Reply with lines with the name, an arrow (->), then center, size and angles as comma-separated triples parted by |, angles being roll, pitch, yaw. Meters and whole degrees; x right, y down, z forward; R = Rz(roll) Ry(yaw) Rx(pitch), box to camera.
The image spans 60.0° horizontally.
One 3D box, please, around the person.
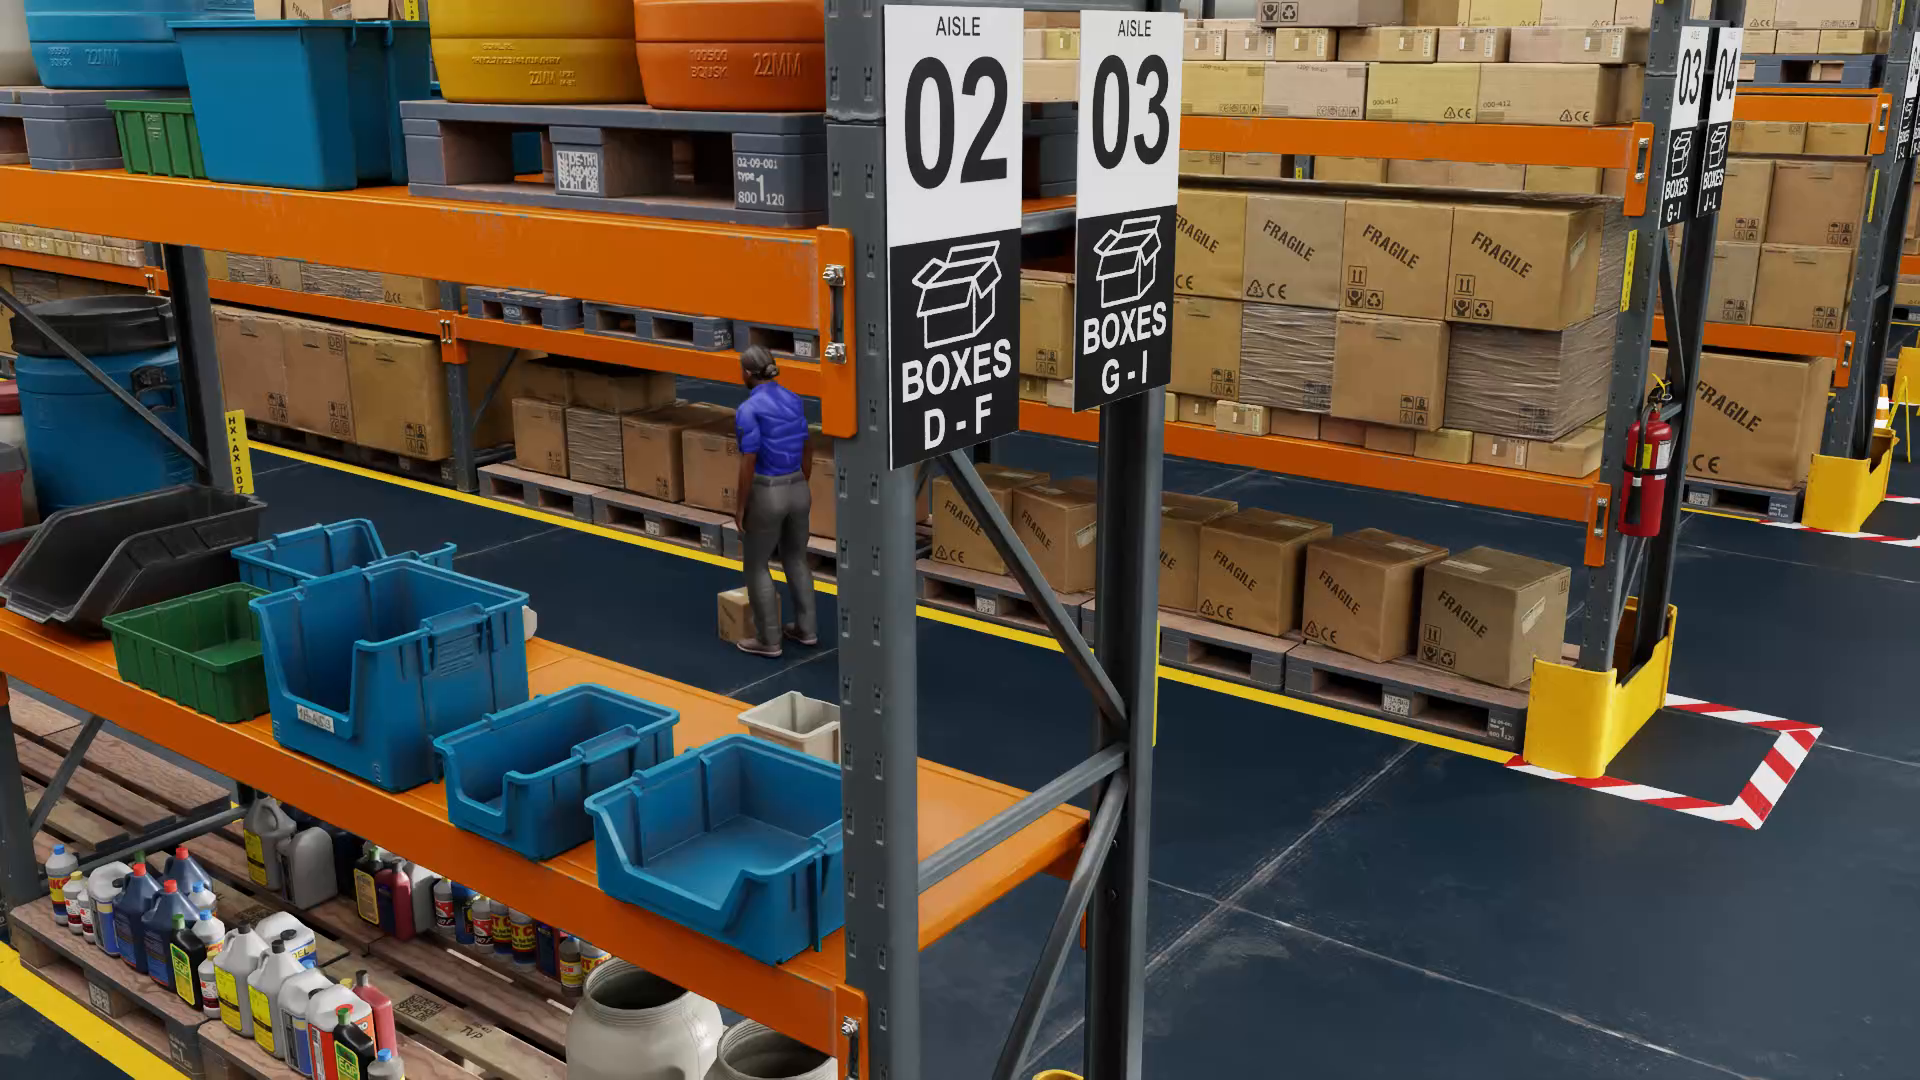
person -> -0.977, -0.209, 8.749 | 0.348, 1.653, 0.512 | 15, 23, 42
